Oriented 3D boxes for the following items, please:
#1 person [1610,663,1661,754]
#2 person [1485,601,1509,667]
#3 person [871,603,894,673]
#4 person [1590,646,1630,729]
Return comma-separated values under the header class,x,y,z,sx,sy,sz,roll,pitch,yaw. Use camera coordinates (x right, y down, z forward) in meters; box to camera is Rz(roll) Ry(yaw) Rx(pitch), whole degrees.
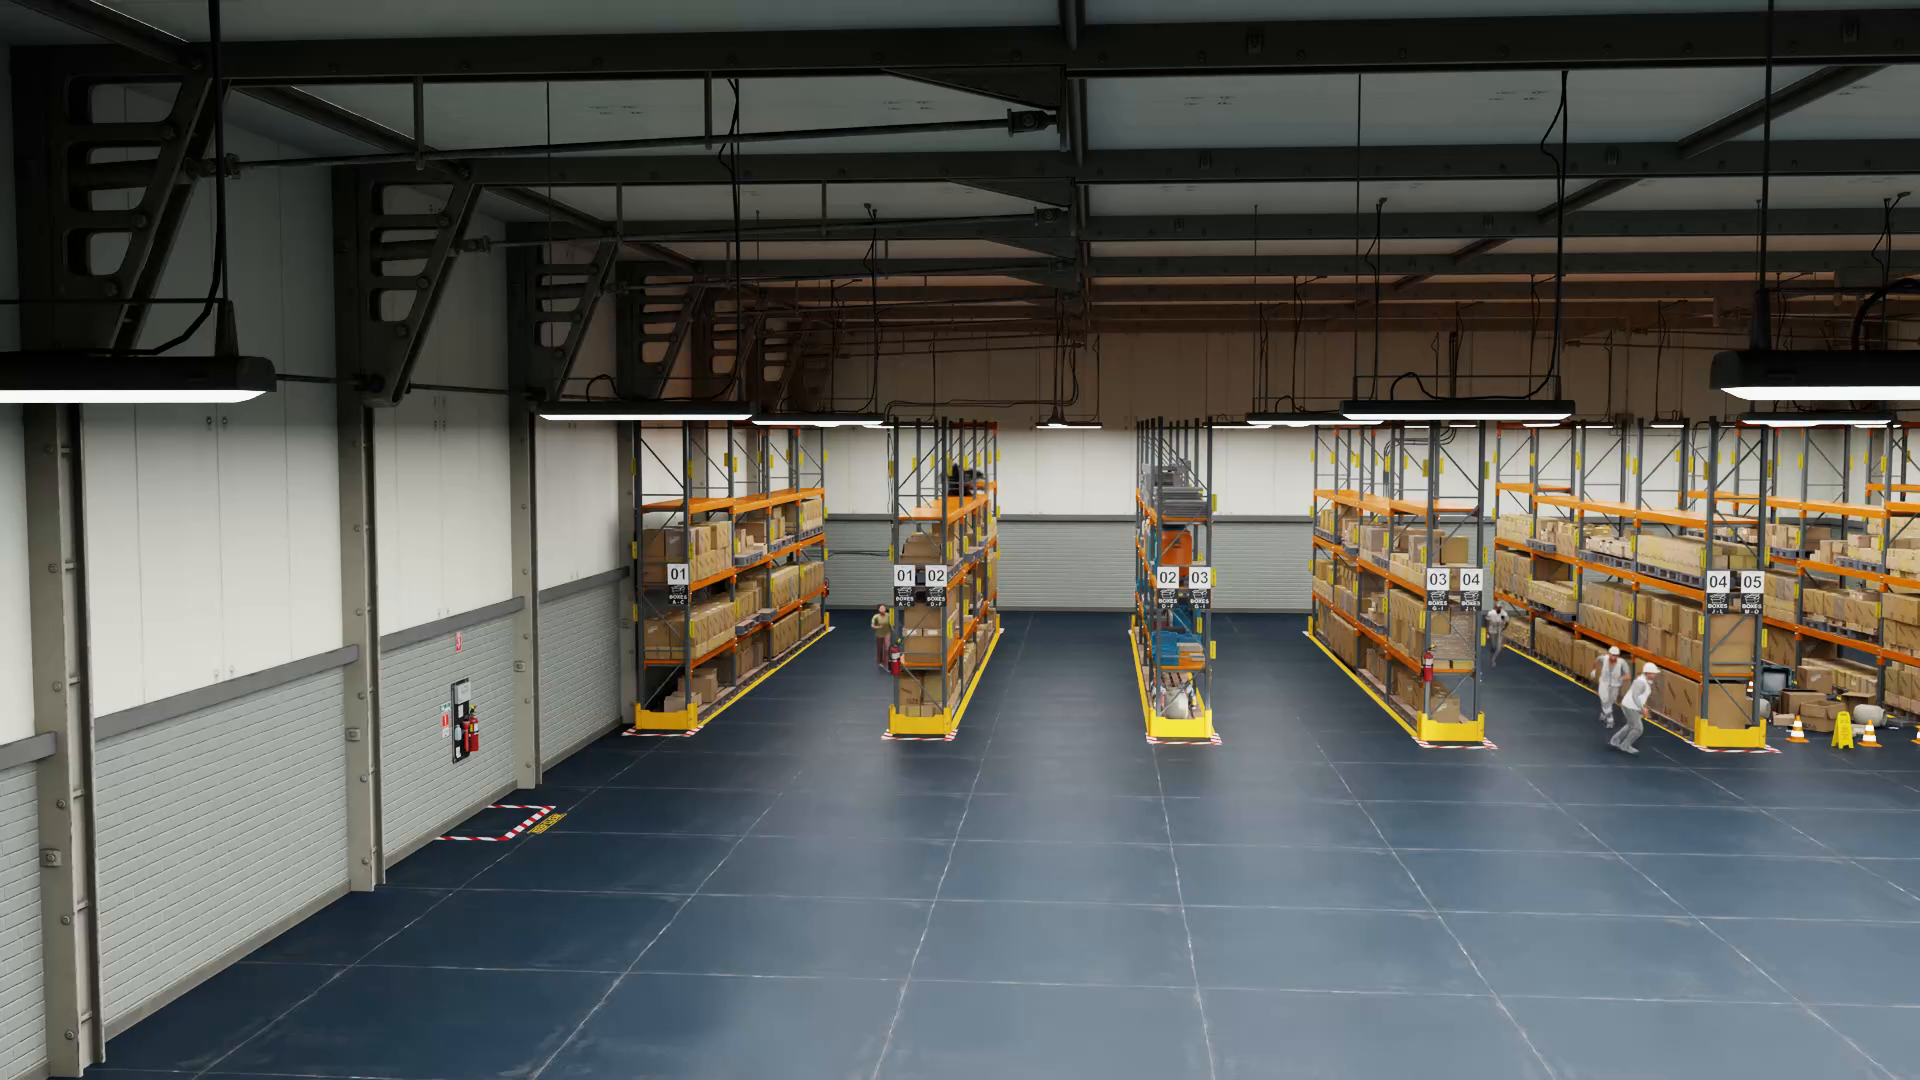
class,x,y,z,sx,sy,sz,roll,pitch,yaw
person,11.974,2.973,29.528,0.877,1.653,0.667,2,4,33
person,13.095,2.274,40.549,0.539,1.617,0.656,0,4,3
person,-1.844,2.314,39.761,0.576,1.643,0.938,0,4,-5
person,12.545,2.799,32.101,0.680,1.583,1.125,1,4,16
